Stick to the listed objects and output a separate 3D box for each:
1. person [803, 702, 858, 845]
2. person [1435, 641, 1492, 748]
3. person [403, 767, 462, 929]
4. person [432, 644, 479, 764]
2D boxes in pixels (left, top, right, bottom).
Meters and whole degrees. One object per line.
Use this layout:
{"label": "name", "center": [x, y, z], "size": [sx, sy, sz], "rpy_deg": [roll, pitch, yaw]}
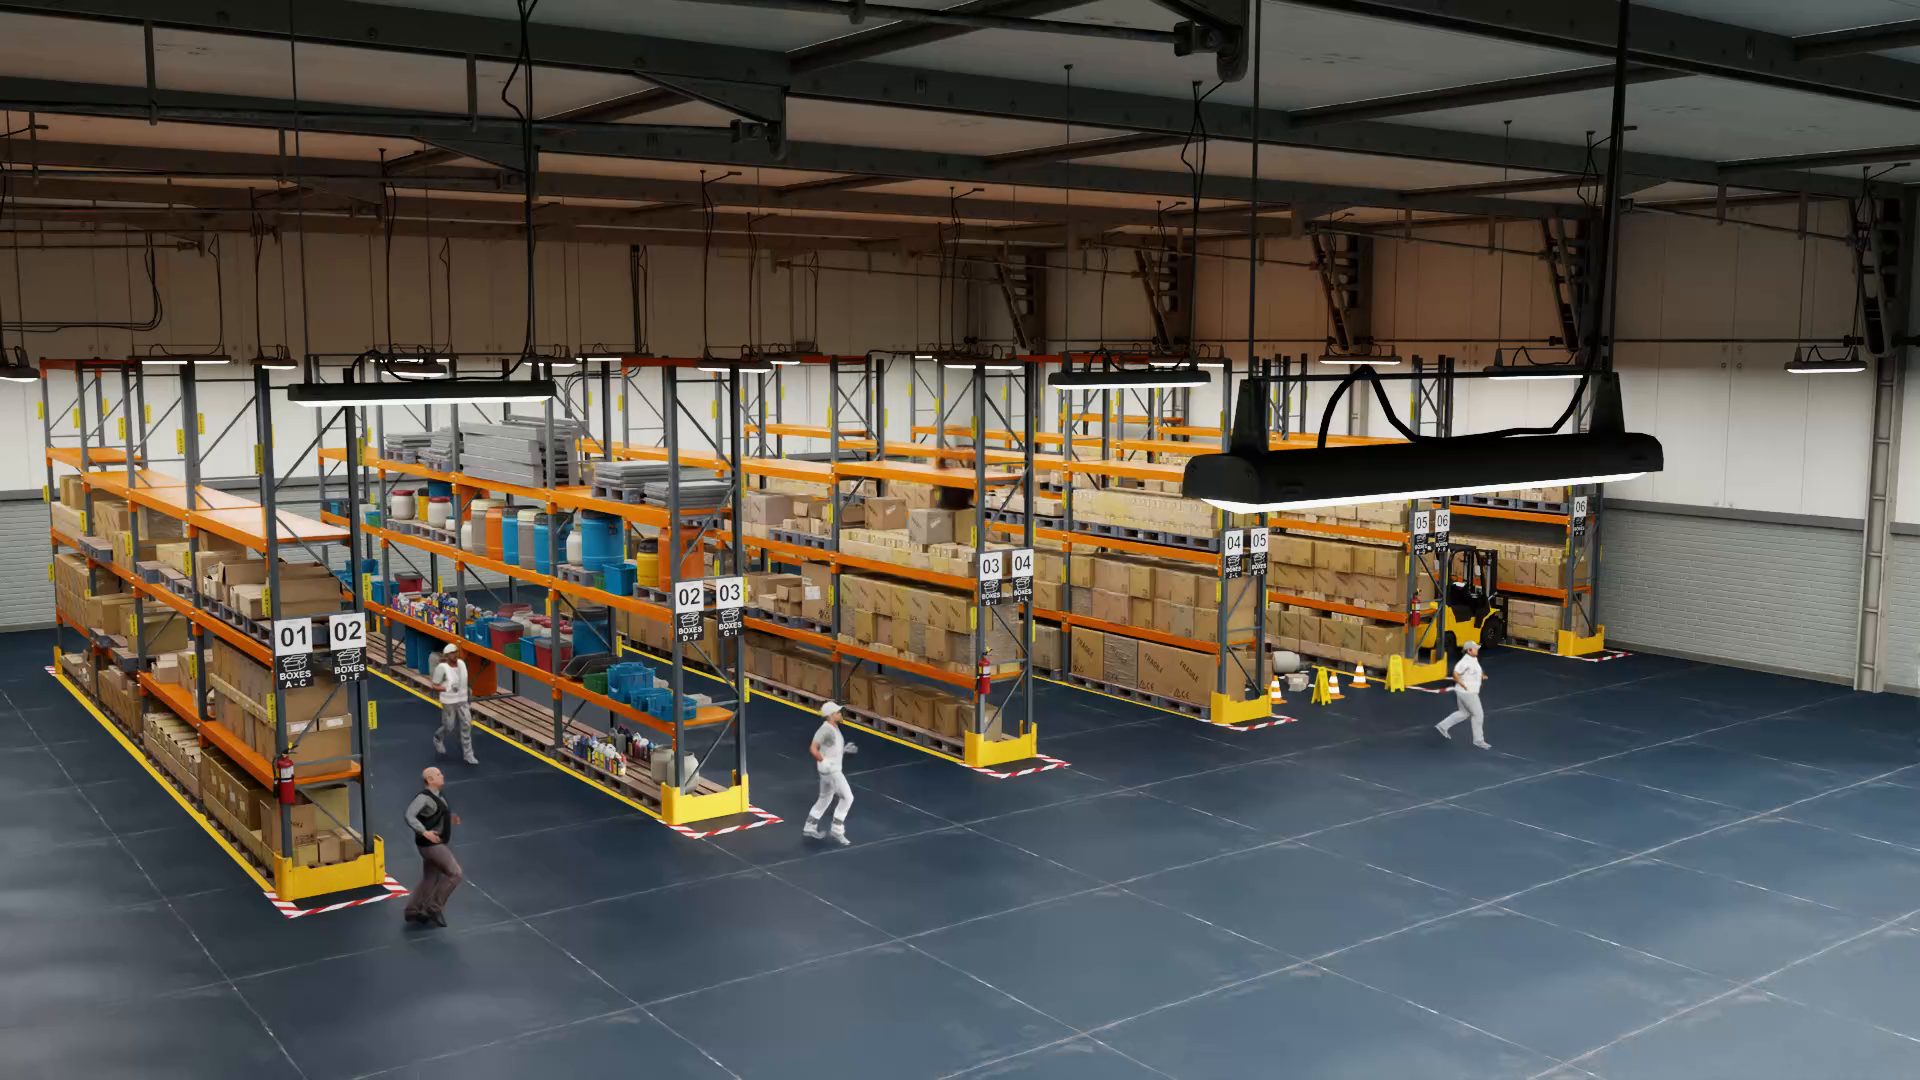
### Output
{"label": "person", "center": [-1.639, 2.943, 20.977], "size": [0.707, 1.830, 0.643], "rpy_deg": [0, 7, -4]}
{"label": "person", "center": [7.911, 2.397, 26.010], "size": [0.848, 1.685, 0.593], "rpy_deg": [2, 7, 16]}
{"label": "person", "center": [-5.731, 3.325, 18.078], "size": [0.642, 1.741, 0.680], "rpy_deg": [-1, 7, -8]}
{"label": "person", "center": [-7.598, 2.435, 24.951], "size": [0.984, 1.782, 0.684], "rpy_deg": [6, 9, 40]}
